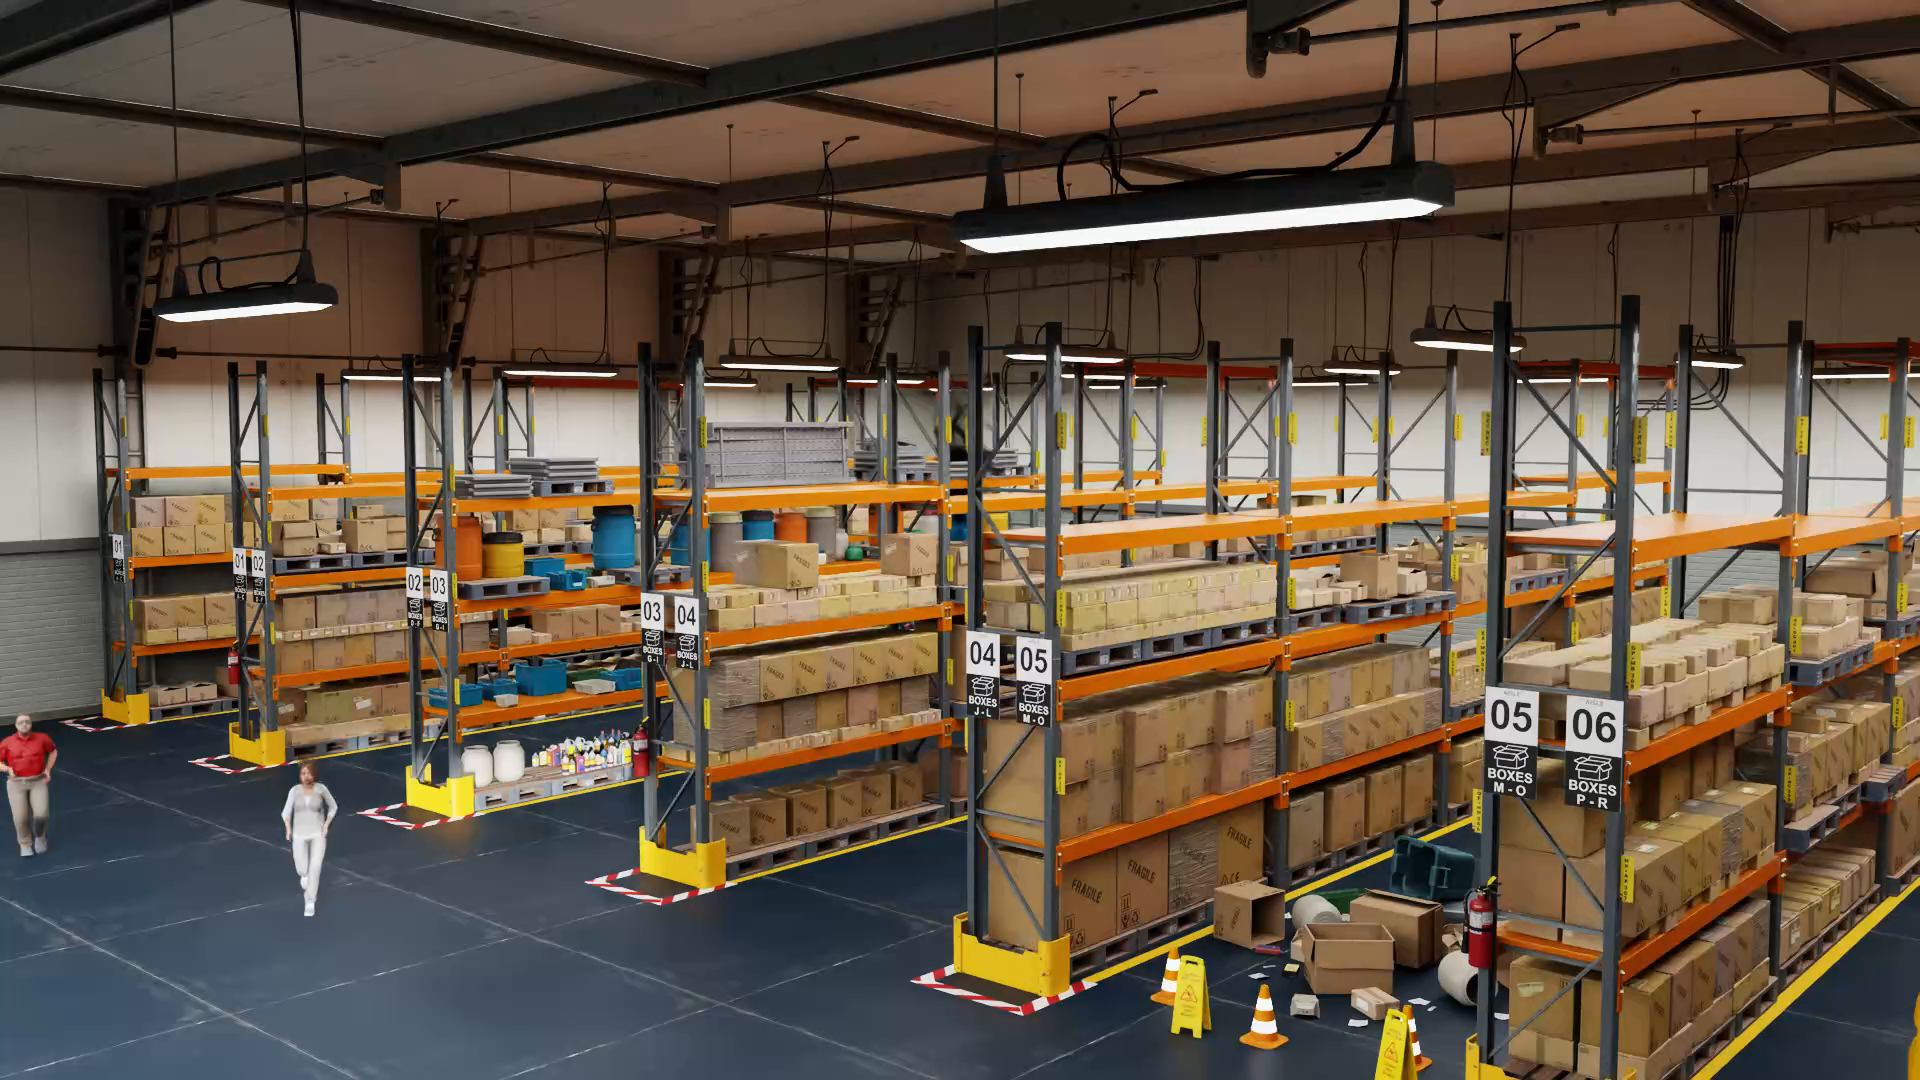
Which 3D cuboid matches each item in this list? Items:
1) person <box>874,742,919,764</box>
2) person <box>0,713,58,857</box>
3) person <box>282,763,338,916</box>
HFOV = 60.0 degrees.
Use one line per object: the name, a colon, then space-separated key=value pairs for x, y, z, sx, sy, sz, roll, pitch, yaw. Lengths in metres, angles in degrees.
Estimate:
person: x=-0.947 y=2.544 z=23.253 sx=0.700 sy=1.754 sz=0.989 roll=3 pitch=5 yaw=34
person: x=-10.913 y=2.883 z=19.477 sx=0.650 sy=1.688 sz=0.602 roll=-3 pitch=5 yaw=-31
person: x=-6.832 y=3.114 z=17.494 sx=0.545 sy=1.564 sz=0.596 roll=-1 pitch=4 yaw=-18
